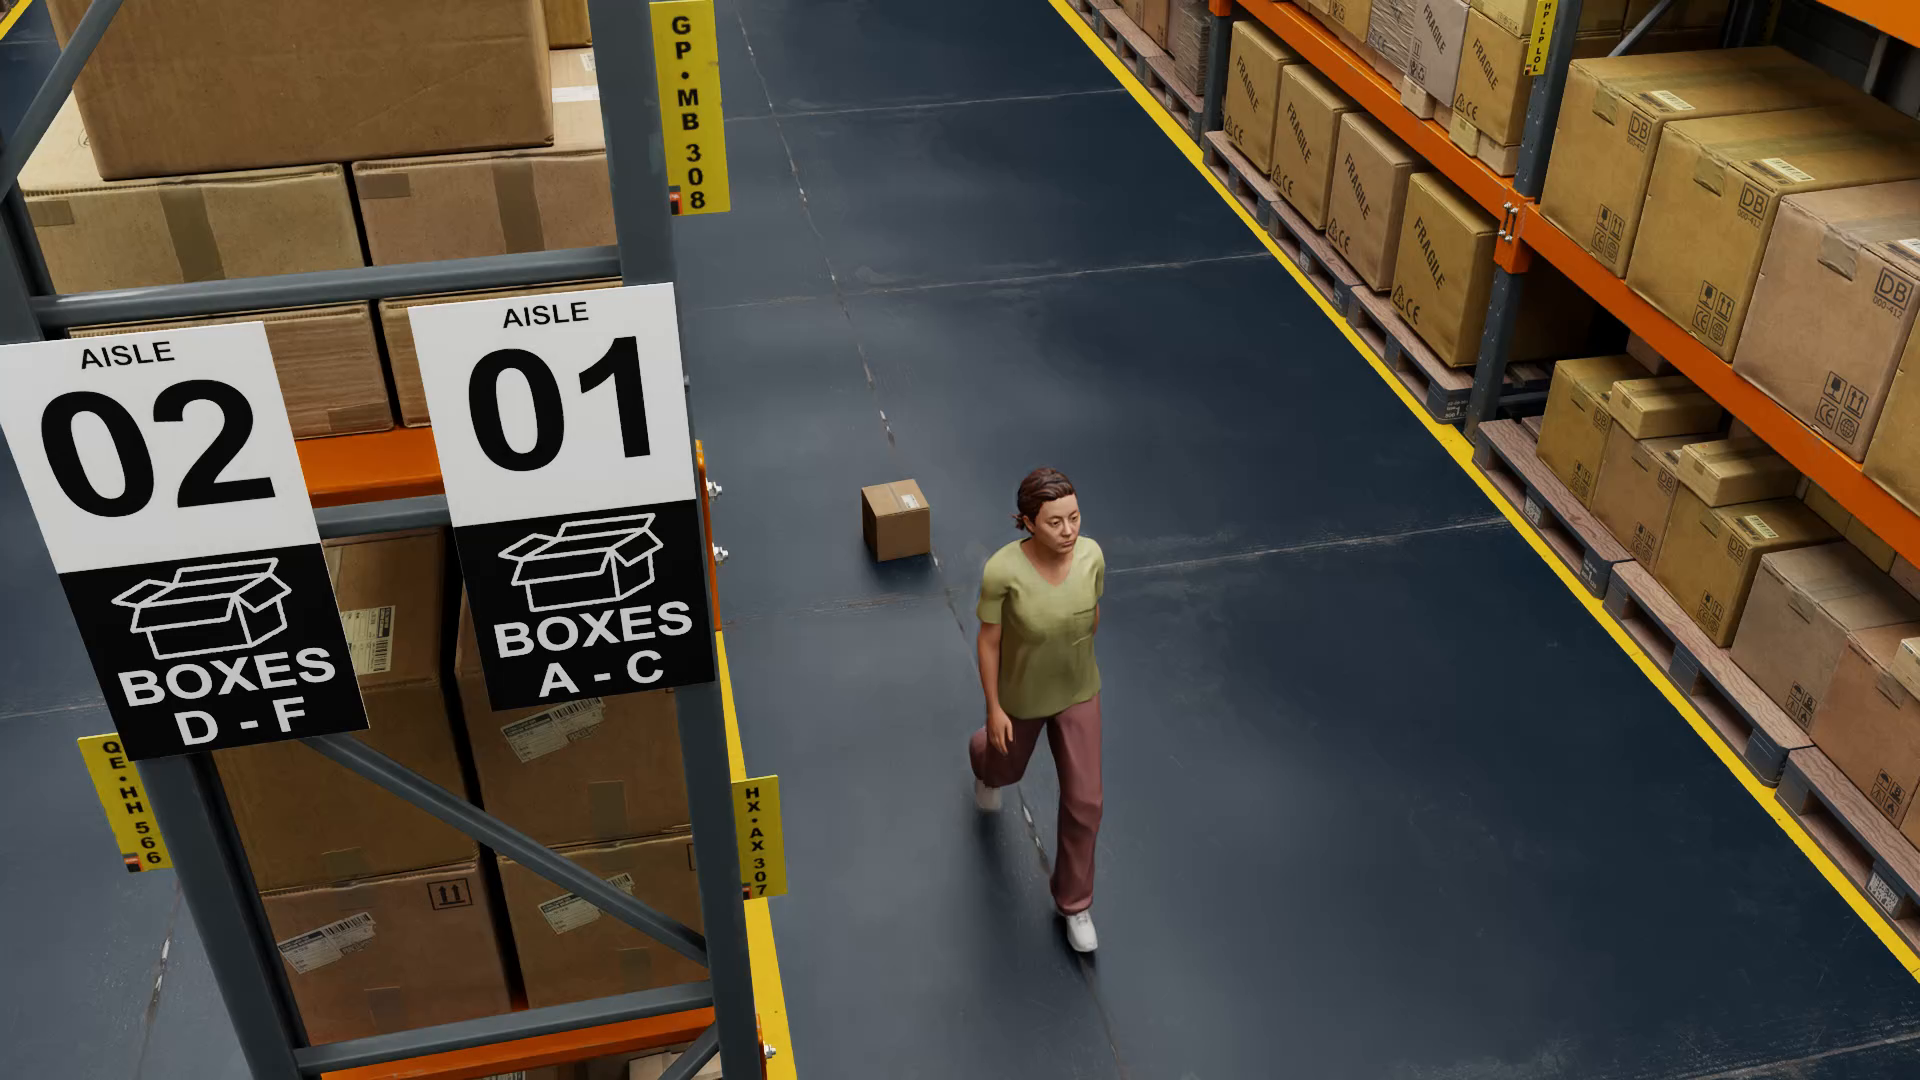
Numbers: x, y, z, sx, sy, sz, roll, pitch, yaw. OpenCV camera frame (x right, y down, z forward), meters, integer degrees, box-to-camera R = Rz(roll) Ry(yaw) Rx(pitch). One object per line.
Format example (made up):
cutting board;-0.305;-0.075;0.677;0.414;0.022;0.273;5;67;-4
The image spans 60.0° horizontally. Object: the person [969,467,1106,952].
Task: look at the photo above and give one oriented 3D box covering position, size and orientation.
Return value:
person;0.262;0.473;5.448;0.441;1.626;0.968;-7;35;-11
